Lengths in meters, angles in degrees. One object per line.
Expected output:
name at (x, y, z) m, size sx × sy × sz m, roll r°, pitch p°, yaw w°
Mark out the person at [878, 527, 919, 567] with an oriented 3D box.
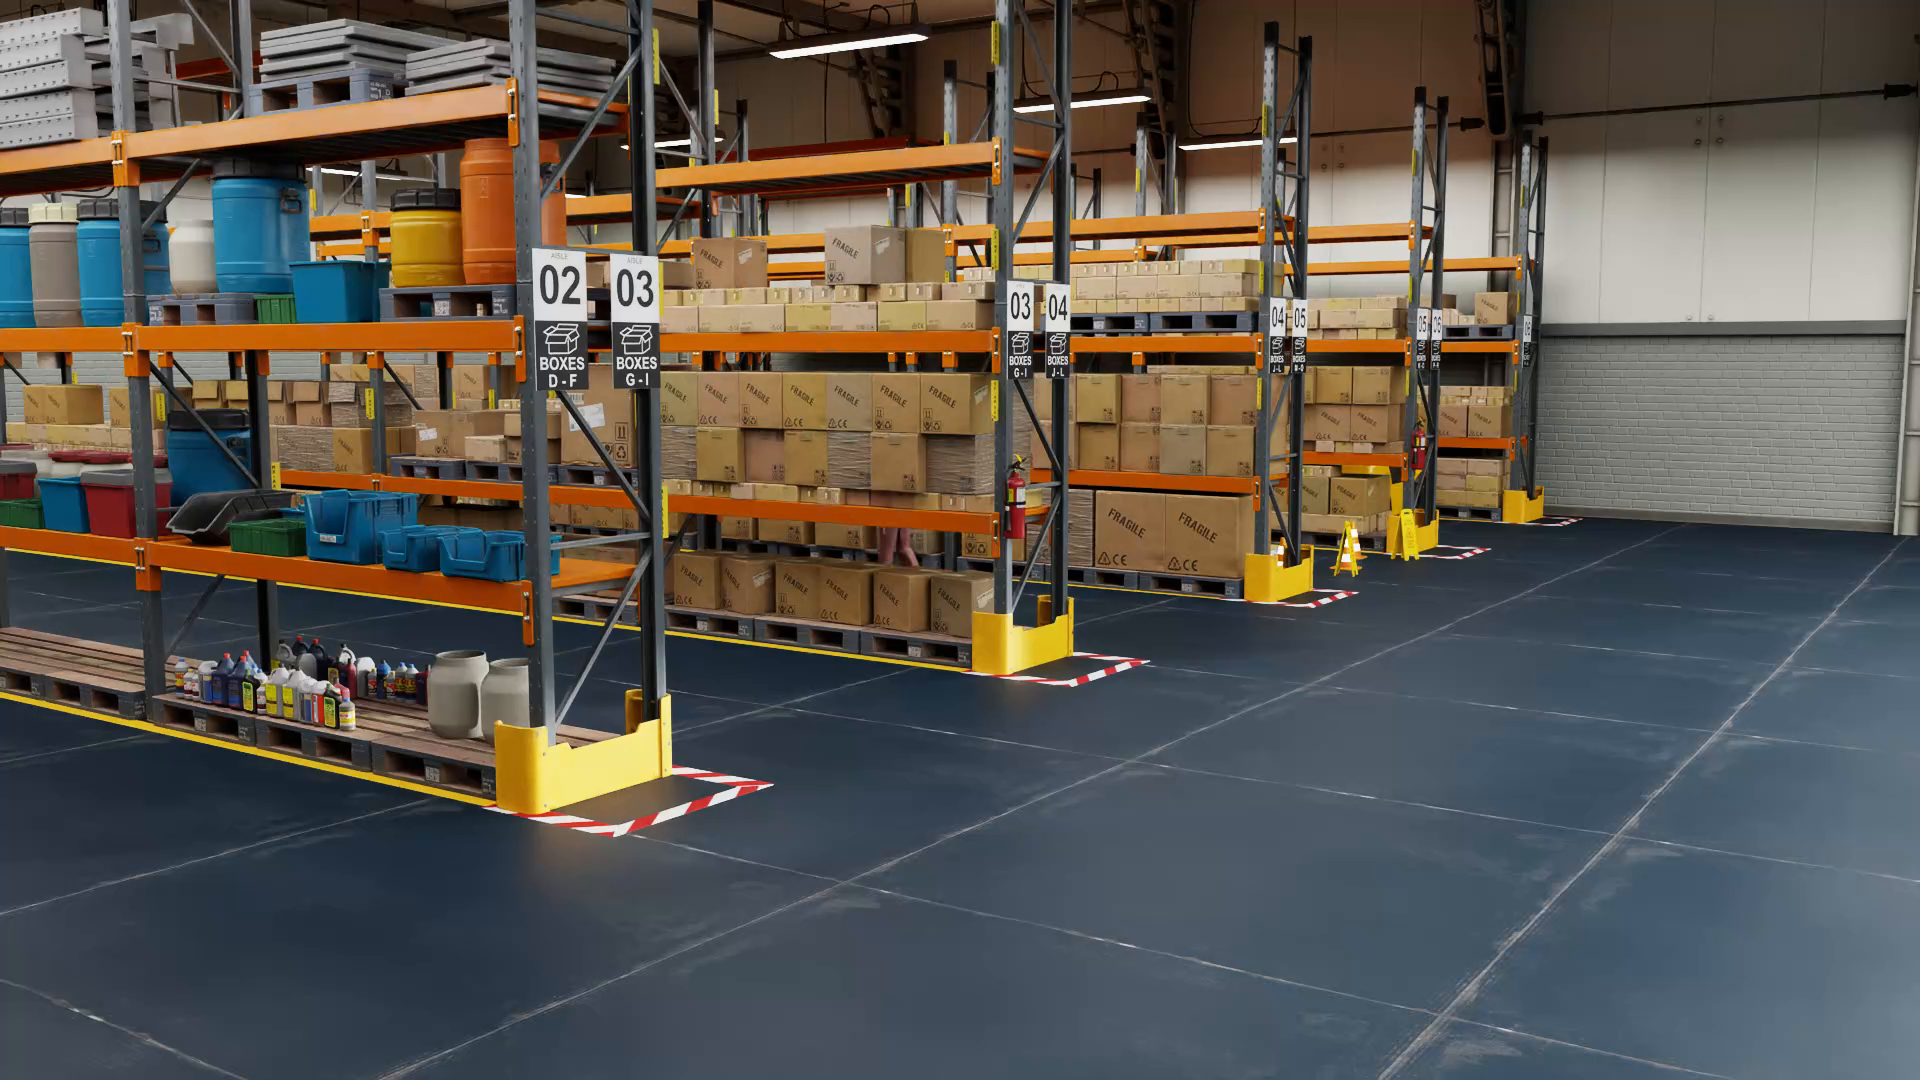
person at (-0.687, -0.210, 17.721) m, size 0.690 × 1.672 × 0.490 m, roll 5°, pitch 8°, yaw 40°
